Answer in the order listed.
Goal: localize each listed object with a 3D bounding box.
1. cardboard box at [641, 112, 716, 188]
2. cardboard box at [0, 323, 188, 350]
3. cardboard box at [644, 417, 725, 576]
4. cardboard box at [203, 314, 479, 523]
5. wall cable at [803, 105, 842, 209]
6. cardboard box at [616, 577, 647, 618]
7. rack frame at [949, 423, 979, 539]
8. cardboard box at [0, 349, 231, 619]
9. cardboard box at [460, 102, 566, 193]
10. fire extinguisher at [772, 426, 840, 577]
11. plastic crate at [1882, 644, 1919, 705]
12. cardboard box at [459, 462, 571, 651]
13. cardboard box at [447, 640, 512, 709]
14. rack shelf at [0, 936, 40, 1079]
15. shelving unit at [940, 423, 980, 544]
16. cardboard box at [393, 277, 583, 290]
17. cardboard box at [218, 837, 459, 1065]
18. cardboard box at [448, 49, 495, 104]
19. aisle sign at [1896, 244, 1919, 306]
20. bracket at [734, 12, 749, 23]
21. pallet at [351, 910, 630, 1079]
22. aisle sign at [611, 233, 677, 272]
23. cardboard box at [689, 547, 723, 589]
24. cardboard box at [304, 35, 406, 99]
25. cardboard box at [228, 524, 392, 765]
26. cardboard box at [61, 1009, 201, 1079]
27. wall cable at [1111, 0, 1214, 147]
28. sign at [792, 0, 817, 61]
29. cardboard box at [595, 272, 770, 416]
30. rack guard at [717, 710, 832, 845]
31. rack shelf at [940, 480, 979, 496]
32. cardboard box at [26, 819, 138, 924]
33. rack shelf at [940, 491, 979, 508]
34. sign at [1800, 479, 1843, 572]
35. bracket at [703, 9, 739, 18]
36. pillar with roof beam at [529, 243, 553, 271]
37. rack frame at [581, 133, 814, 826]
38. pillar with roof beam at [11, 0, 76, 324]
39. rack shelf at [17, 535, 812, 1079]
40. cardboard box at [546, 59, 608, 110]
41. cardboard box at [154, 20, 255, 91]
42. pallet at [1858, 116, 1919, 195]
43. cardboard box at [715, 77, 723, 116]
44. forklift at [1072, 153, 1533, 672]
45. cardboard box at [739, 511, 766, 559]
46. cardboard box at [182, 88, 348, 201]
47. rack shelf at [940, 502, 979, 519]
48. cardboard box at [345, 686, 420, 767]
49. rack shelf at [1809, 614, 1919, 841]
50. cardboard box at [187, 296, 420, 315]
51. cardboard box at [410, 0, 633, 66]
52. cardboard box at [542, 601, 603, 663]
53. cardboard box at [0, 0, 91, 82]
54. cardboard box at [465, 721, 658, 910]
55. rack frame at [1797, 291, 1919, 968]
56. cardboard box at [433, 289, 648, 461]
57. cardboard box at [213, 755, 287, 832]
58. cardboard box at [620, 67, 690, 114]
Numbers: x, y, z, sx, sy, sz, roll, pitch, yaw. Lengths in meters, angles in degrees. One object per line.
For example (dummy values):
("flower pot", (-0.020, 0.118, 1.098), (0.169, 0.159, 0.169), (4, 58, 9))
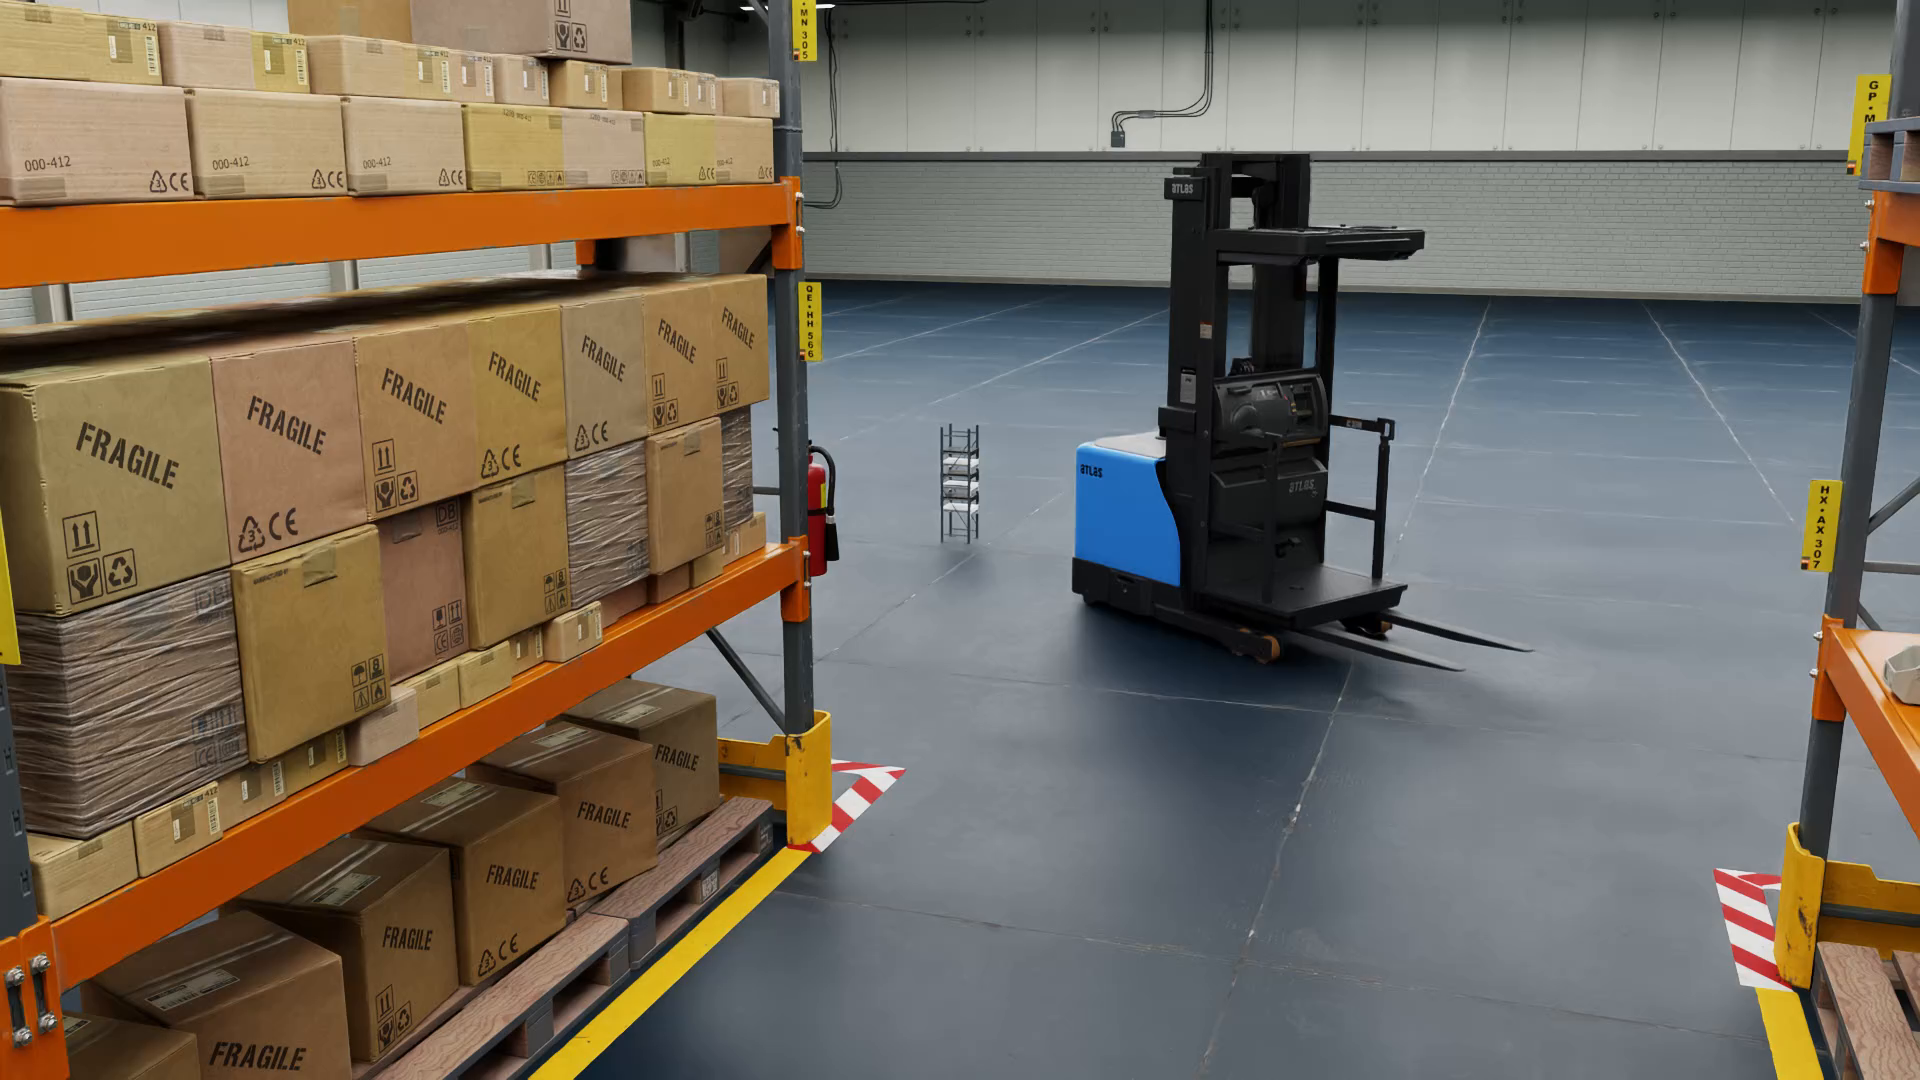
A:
("cardboard box", (-1.214, -1.395, 5.957), (0.500, 0.250, 0.500), (4, 14, 19))
("cardboard box", (-2.388, -0.290, 4.379), (0.500, 0.500, 0.500), (4, 14, 18))
("cardboard box", (-1.392, -0.197, 6.219), (0.875, 0.500, 0.500), (4, 14, 18))
("cardboard box", (-1.725, -0.357, 4.673), (0.500, 0.500, 0.500), (4, 14, 18))
("wall cable", (-4.381, -9.472, 41.244), (3.097, 2.526, 0.112), (4, 14, 18))
("cardboard box", (-1.366, 0.176, 6.040), (0.380, 0.149, 0.250), (4, 14, 18))
("rack frame", (0.030, -0.458, 12.974), (0.240, 0.900, 0.006), (4, 14, 18))
("cardboard box", (-2.048, -0.147, 3.750), (0.500, 0.500, 0.500), (4, 14, 18))
("cardboard box", (-1.546, -1.182, 5.021), (0.500, 0.250, 0.500), (4, 13, 17))
("fire extinguisher", (-0.666, -0.185, 7.229), (0.296, 0.674, 0.183), (4, 14, 18))
("plastic crate", (2.953, 0.419, 5.003), (0.298, 0.136, 0.250), (4, 14, 18))
("cardboard box", (-1.767, 0.009, 5.313), (0.875, 0.500, 0.500), (4, 14, 18))
("cardboard box", (-1.607, 0.393, 5.090), (0.380, 0.149, 0.250), (4, 14, 18))
("rack shelf", (-3.081, 1.383, 1.806), (1.077, 0.370, 4.000), (4, 14, 18))
("shelving unit", (-0.003, -0.437, 12.880), (0.258, 0.900, 0.210), (4, 14, 18))
("cardboard box", (-1.744, -0.712, 6.225), (0.500, 0.500, 0.500), (4, 14, 18))
("cardboard box", (-1.962, 1.286, 5.287), (0.500, 0.500, 0.500), (3, 13, 13))
("cardboard box", (-1.600, -1.353, 4.875), (0.380, 0.149, 0.250), (5, 14, 20))
("aisle sign", (3.293, -1.178, 5.568), (0.394, 0.787, 0.004), (4, 14, 18))
("bracket", (-5.349, -12.777, 40.655), (0.235, 0.232, 0.430), (4, 14, 18))
("pallet", (-1.857, 1.569, 5.641), (1.003, 0.211, 1.213), (4, 14, 18))
("aisle sign", (-1.403, -1.533, 7.123), (0.394, 0.787, 0.004), (4, 14, 18))
("cardboard box", (-1.150, 0.075, 6.483), (0.380, 0.149, 0.250), (4, 14, 18))
("cardboard box", (-1.700, -1.240, 4.381), (0.380, 0.149, 0.250), (4, 13, 17))
("cardboard box", (-2.035, 0.224, 4.372), (0.875, 0.500, 0.500), (4, 14, 18))
("cardboard box", (-2.266, 1.543, 4.158), (0.500, 0.500, 0.500), (4, 13, 17))
("wall cable", (4.596, -11.957, 37.511), (2.305, 6.003, 0.169), (4, 14, 18))
("sign", (-0.621, -2.081, 6.635), (0.100, 0.325, 0.005), (4, 14, 18))
("cardboard box", (-1.084, -0.779, 6.520), (0.500, 0.500, 0.500), (4, 14, 18))
("rack guard", (-1.164, 1.003, 7.469), (1.175, 0.500, 0.348), (4, 14, 18))
("rack shelf", (-0.003, -0.405, 12.888), (0.258, 0.077, 0.200), (4, 14, 18))
("cardboard box", (-2.080, 0.710, 3.702), (0.380, 0.149, 0.250), (4, 14, 18))
("rack shelf", (-0.003, -0.317, 12.908), (0.258, 0.077, 0.200), (4, 14, 18))
("sign", (3.028, -0.050, 5.845), (0.100, 0.325, 0.005), (4, 14, 18))
("bracket", (-5.540, -12.652, 40.110), (0.076, 0.066, 3.189), (4, 14, 18))
("pillar with roof beam", (-4.454, -8.888, 31.705), (9.100, 9.000, 0.400), (4, 14, 18))
("rack frame", (-1.140, -0.231, 7.261), (1.000, 3.000, 0.127), (4, 14, 18))
("pillar with roof beam", (-8.336, -6.361, 20.635), (9.100, 9.000, 0.400), (4, 14, 18))
("rack shelf", (-1.787, 0.540, 5.496), (1.077, 0.370, 4.000), (4, 14, 18))
("cardboard box", (-1.362, -1.461, 5.347), (0.380, 0.149, 0.250), (4, 13, 16))
("cardboard box", (-1.907, -1.136, 3.923), (0.380, 0.149, 0.250), (4, 14, 19))
("pallet", (3.187, -1.078, 4.653), (1.003, 0.211, 1.213), (4, 14, 18))
("cardboard box", (-1.129, -1.688, 6.341), (0.380, 0.149, 0.250), (4, 13, 17))
("forklift", (2.037, -0.824, 10.011), (1.130, 2.935, 3.031), (-9, 16, -36))
("cardboard box", (-1.036, -0.034, 6.960), (0.380, 0.149, 0.250), (4, 14, 18))
("cardboard box", (-1.879, -0.966, 4.078), (0.500, 0.250, 0.500), (4, 14, 18))
("rack shelf", (-0.003, -0.229, 12.928), (0.258, 0.077, 0.200), (4, 14, 18))
("cardboard box", (-1.740, 0.500, 4.619), (0.380, 0.149, 0.250), (4, 14, 18))
("rack shelf", (2.900, 0.897, 3.933), (1.077, 0.370, 4.000), (4, 14, 18))
("cardboard box", (-2.060, -0.501, 5.300), (0.500, 0.500, 0.500), (4, 14, 18))
("cardboard box", (-1.402, -1.787, 5.317), (0.500, 0.500, 0.500), (4, 14, 18))
("cardboard box", (-1.422, 0.289, 5.544), (0.380, 0.149, 0.250), (4, 14, 18))
("cardboard box", (-2.037, -1.019, 3.412), (0.380, 0.149, 0.250), (4, 13, 17))
("cardboard box", (-1.518, 1.041, 6.359), (0.500, 0.500, 0.500), (9, 15, 33))
("rack frame", (3.547, 0.125, 5.698), (1.000, 3.000, 0.127), (4, 14, 18))
("cardboard box", (-1.404, -0.568, 5.596), (0.500, 0.500, 0.500), (4, 14, 18))
("cardboard box", (-1.932, 0.603, 4.168), (0.380, 0.149, 0.250), (4, 14, 18))
("cardboard box", (-1.173, -1.568, 5.815), (0.380, 0.149, 0.250), (4, 14, 19))
